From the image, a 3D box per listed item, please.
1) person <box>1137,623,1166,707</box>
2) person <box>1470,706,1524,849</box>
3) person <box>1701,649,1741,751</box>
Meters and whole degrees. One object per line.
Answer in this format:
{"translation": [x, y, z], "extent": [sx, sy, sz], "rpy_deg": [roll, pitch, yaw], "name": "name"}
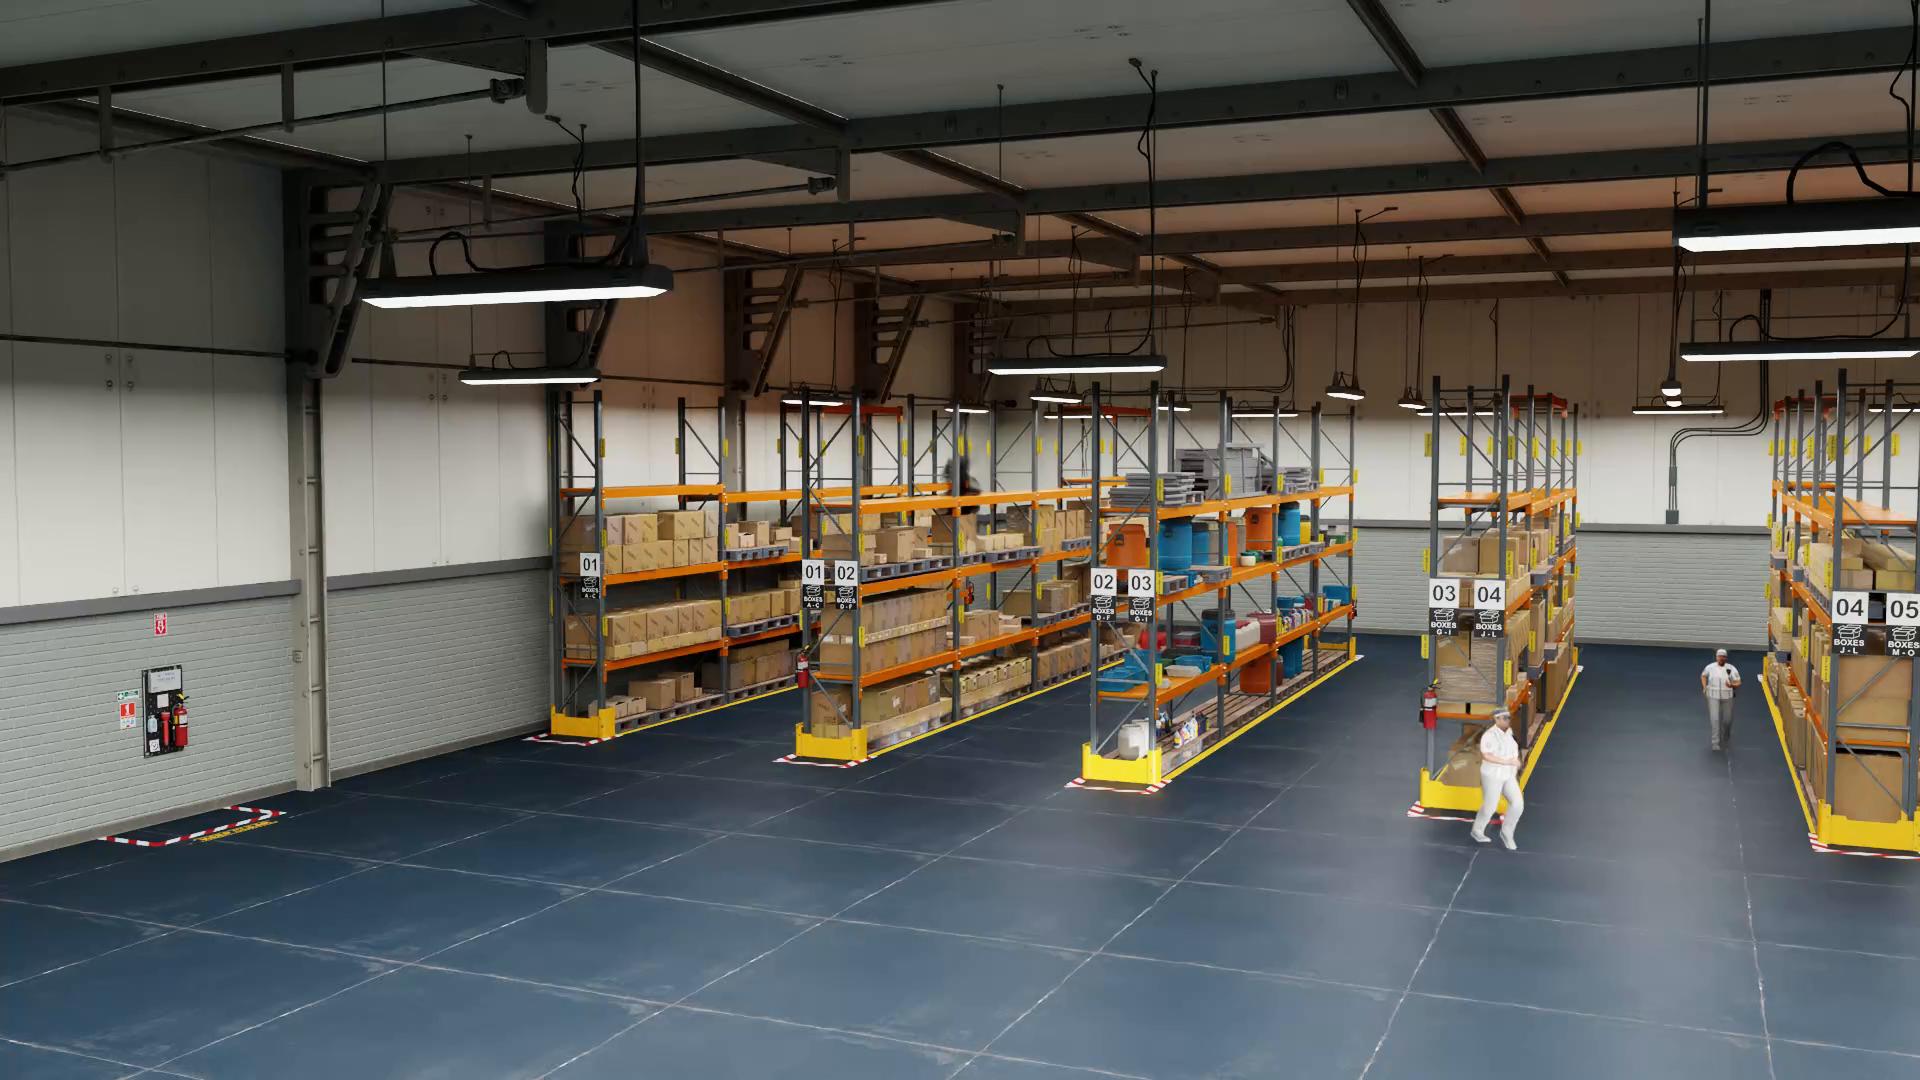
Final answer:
{"translation": [3.719, 2.406, 32.311], "extent": [0.672, 1.617, 0.758], "rpy_deg": [1, 3, 25], "name": "person"}
{"translation": [6.771, 2.992, 20.821], "extent": [0.681, 1.861, 0.762], "rpy_deg": [-2, 4, -31], "name": "person"}
{"translation": [12.668, 2.635, 27.700], "extent": [0.615, 1.643, 0.918], "rpy_deg": [1, 3, 23], "name": "person"}
